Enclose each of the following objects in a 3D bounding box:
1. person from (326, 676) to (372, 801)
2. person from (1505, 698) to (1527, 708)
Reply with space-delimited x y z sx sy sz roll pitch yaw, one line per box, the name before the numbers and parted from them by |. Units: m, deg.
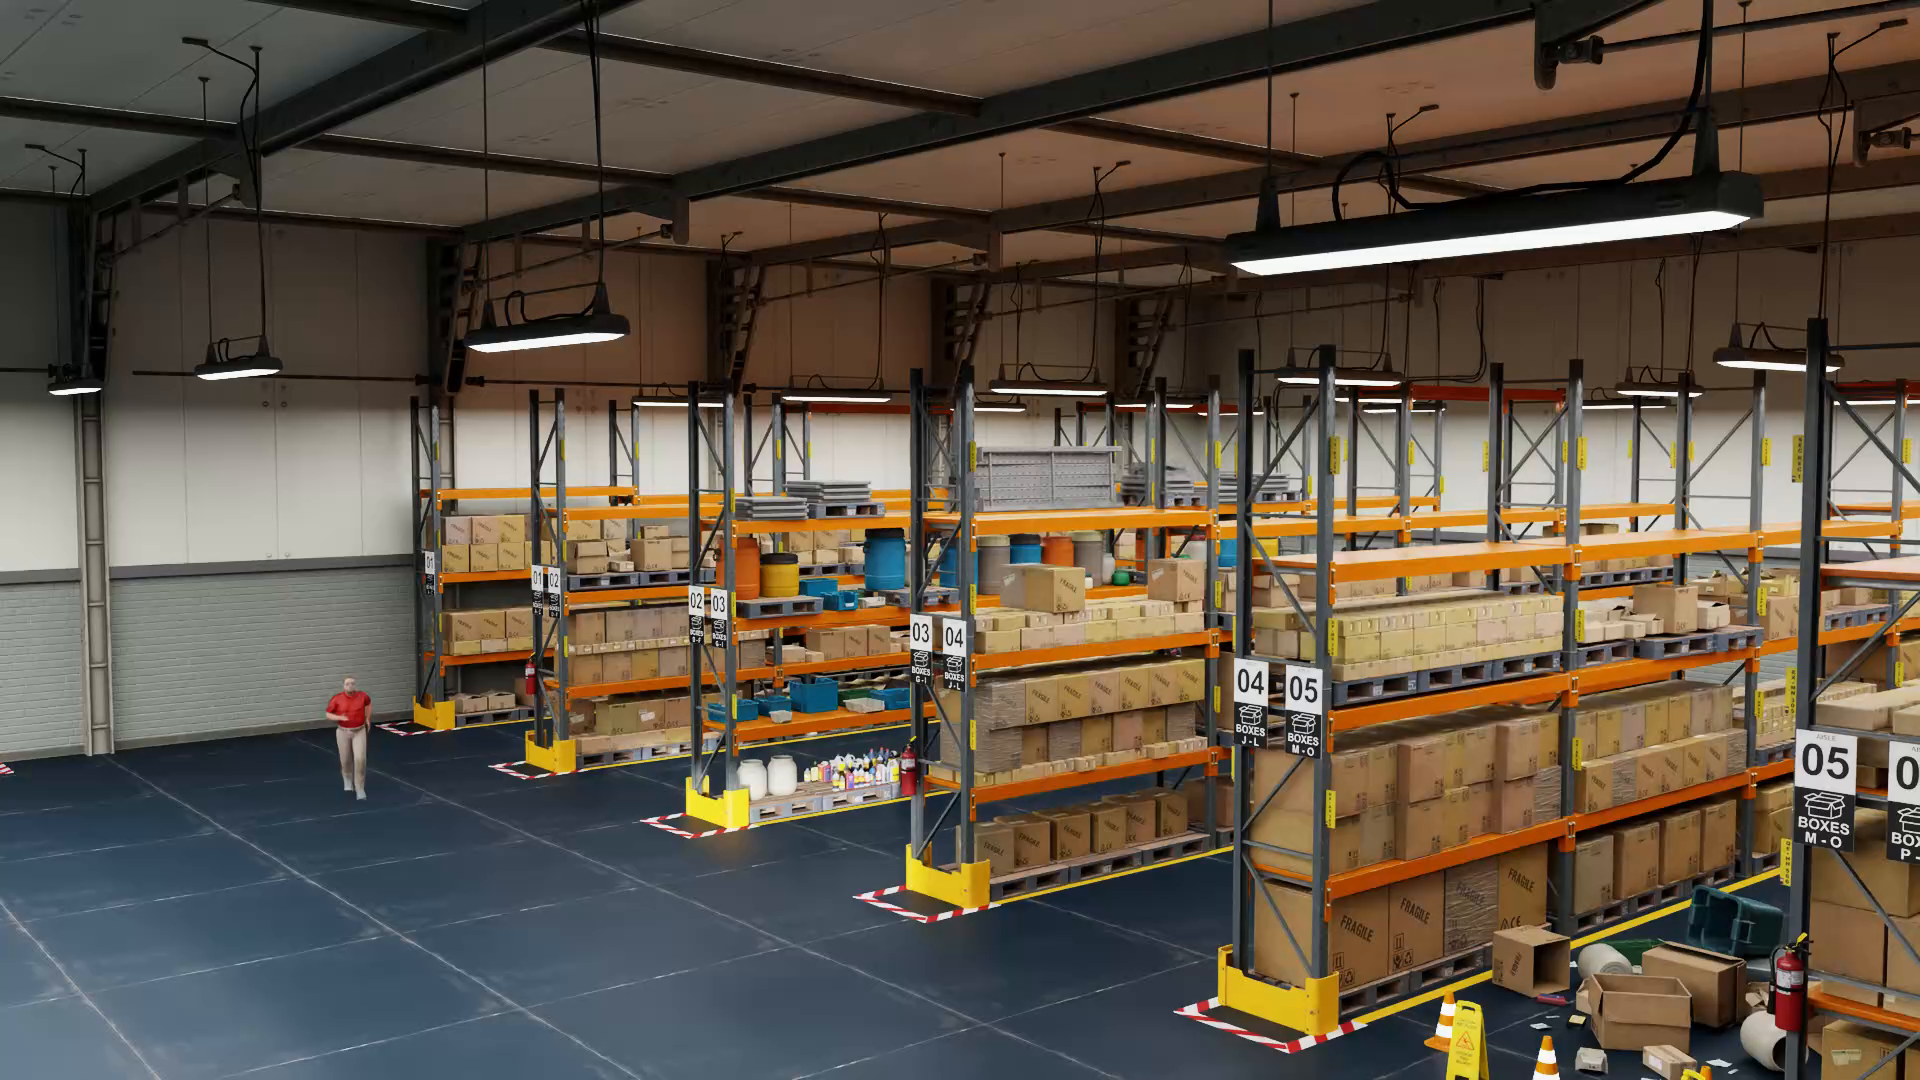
person | -8.902 2.858 24.264 0.644 1.759 0.826 -1 4 -21
person | 7.623 2.904 22.849 0.644 1.829 0.834 3 5 42
